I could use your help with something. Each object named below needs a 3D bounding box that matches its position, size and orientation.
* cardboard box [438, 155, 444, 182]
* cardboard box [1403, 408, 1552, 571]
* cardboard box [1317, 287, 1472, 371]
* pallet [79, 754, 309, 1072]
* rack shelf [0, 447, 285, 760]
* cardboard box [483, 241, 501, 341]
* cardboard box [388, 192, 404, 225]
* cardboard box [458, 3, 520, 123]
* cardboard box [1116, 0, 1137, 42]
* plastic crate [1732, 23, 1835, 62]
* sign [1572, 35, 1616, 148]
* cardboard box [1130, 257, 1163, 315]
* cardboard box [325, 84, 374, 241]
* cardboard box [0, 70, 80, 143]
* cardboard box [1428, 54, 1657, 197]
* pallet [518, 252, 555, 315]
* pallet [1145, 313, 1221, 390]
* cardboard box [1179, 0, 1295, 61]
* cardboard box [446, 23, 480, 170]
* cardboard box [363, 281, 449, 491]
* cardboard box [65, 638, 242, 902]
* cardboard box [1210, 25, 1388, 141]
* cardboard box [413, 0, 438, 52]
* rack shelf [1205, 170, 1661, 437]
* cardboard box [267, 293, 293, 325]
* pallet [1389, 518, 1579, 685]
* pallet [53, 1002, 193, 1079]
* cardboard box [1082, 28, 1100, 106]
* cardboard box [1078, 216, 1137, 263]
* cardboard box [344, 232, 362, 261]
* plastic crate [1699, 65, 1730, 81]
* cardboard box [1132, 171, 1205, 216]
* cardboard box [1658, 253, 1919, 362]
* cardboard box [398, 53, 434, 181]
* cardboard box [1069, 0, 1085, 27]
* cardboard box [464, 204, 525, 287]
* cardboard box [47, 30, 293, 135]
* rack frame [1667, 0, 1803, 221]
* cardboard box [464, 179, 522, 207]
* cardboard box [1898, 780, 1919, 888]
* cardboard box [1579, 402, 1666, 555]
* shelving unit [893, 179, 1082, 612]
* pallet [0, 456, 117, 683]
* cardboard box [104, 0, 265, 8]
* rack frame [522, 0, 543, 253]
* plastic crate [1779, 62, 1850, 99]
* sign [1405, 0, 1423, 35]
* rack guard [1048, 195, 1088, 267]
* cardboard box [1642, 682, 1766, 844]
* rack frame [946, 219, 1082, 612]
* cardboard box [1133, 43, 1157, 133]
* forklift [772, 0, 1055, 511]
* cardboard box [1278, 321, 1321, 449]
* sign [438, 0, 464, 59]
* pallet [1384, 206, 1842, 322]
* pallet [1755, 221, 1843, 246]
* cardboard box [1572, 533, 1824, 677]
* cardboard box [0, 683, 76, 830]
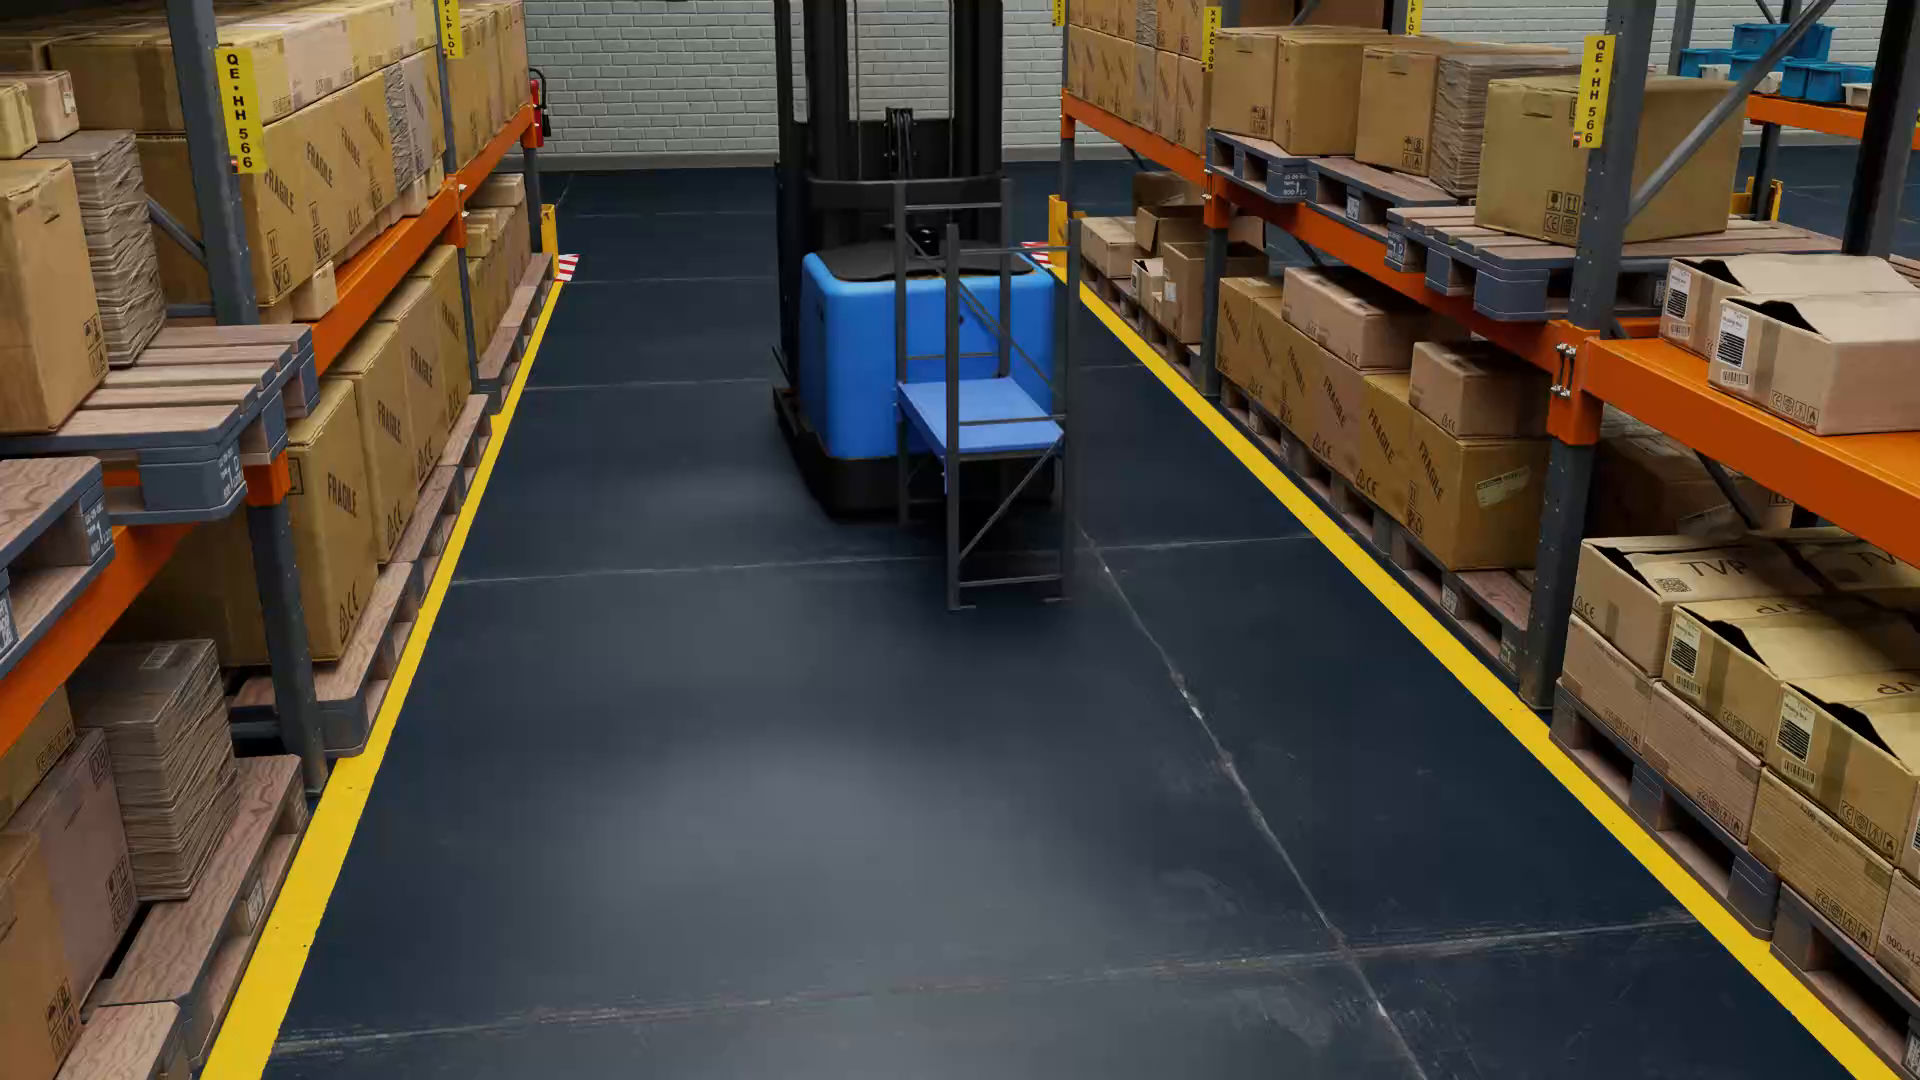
[{"bbox_3d":[-2.715,-1.788,8.046,0.380,0.149,0.250,-3,21,-7],"label":"cardboard box"},{"bbox_3d":[2.067,-0.212,6.440,0.500,0.500,0.500,-2,21,-6],"label":"cardboard box"},{"bbox_3d":[1.903,-0.937,7.309,0.500,0.250,0.500,-3,21,-9],"label":"cardboard box"},{"bbox_3d":[-2.357,0.963,4.336,1.003,0.211,1.213,-3,21,-8],"label":"pallet"},{"bbox_3d":[-2.179,0.416,2.844,1.077,0.370,4.000,-3,21,-8],"label":"rack shelf"},{"bbox_3d":[-3.120,-1.463,9.818,0.700,0.500,0.500,-3,21,-8],"label":"cardboard box"},{"bbox_3d":[-2.597,-1.433,7.096,0.380,0.149,0.250,-3,21,-8],"label":"cardboard box"},{"bbox_3d":[-3.422,-3.097,10.792,0.980,0.700,0.700,-3,21,-8],"label":"cardboard box"},{"bbox_3d":[1.308,-3.453,10.603,0.500,0.500,0.500,-3,21,-8],"label":"cardboard box"},{"bbox_3d":[6.416,-3.821,13.024,0.616,0.435,0.499,-3,21,-8],"label":"plastic crate"},{"bbox_3d":[1.898,-1.340,4.974,0.100,0.325,0.005,-3,21,-8],"label":"sign"},{"bbox_3d":[1.386,-1.639,10.531,0.500,0.311,0.500,-3,21,-8],"label":"cardboard box"},{"bbox_3d":[-2.421,-1.344,5.931,0.500,0.500,0.500,-3,21,-8],"label":"cardboard box"},{"bbox_3d":[-2.388,-1.053,4.049,0.380,0.149,0.250,-6,21,-15],"label":"cardboard box"},{"bbox_3d":[2.288,-1.647,6.596,0.700,0.500,0.500,1,20,2],"label":"cardboard box"},{"bbox_3d":[-3.428,-1.804,11.746,1.003,0.211,1.213,-3,21,-8],"label":"pallet"},{"bbox_3d":[1.759,-1.181,10.078,1.003,0.211,1.213,-3,21,-8],"label":"pallet"},{"bbox_3d":[1.528,-2.927,9.194,0.500,0.500,0.500,-3,21,-7],"label":"cardboard box"},{"bbox_3d":[-3.106,-2.328,8.733,0.980,0.700,0.700,-3,21,-7],"label":"cardboard box"},{"bbox_3d":[-2.691,-0.662,7.174,0.750,0.750,0.750,-2,21,-6],"label":"cardboard box"},{"bbox_3d":[-2.312,0.598,4.272,0.700,0.500,0.500,-3,21,-7],"label":"cardboard box"},{"bbox_3d":[1.704,-2.318,8.392,0.700,0.500,0.500,-10,23,-26],"label":"cardboard box"},{"bbox_3d":[-2.724,-2.397,7.678,0.500,0.250,0.500,-2,21,-6],"label":"cardboard box"},{"bbox_3d":[2.145,-1.220,7.225,1.077,0.370,4.000,-3,21,-8],"label":"rack shelf"},{"bbox_3d":[-2.314,-0.719,5.184,0.380,0.149,0.250,-3,21,-7],"label":"cardboard box"},{"bbox_3d":[2.363,0.181,6.430,1.003,0.211,1.213,-3,21,-8],"label":"pallet"},{"bbox_3d":[-2.184,1.385,3.207,1.003,0.211,1.213,-3,21,-8],"label":"pallet"},{"bbox_3d":[1.163,-3.336,11.719,0.500,0.500,0.500,-3,21,-8],"label":"cardboard box"},{"bbox_3d":[1.150,-2.177,12.059,0.500,0.250,0.500,-3,21,-8],"label":"cardboard box"},{"bbox_3d":[-2.518,-1.162,6.370,0.380,0.149,0.250,-3,21,-7],"label":"cardboard box"},{"bbox_3d":[5.857,-3.571,12.780,0.250,0.136,0.298,-3,21,-8],"label":"plastic crate"},{"bbox_3d":[1.603,-2.494,12.550,0.500,0.500,0.500,-3,21,-8],"label":"cardboard box"},{"bbox_3d":[2.443,-0.695,4.917,0.500,0.311,0.500,-2,21,-4],"label":"cardboard box"},{"bbox_3d":[-2.645,-1.871,7.342,0.500,0.500,0.500,-3,21,-7],"label":"cardboard box"},{"bbox_3d":[1.084,-3.983,12.021,0.500,0.500,0.500,-2,21,-6],"label":"cardboard box"},{"bbox_3d":[-3.349,-1.999,11.253,0.700,0.500,0.500,-3,21,-8],"label":"cardboard box"},{"bbox_3d":[-2.282,-1.341,4.851,0.500,0.250,0.500,-2,21,-6],"label":"cardboard box"},{"bbox_3d":[6.183,-3.883,13.326,1.000,3.000,0.127,-3,21,-8],"label":"rack frame"},{"bbox_3d":[-3.185,-2.352,11.272,0.380,0.149,0.250,-2,21,-6],"label":"cardboard box"},{"bbox_3d":[2.449,0.696,3.594,0.500,0.311,0.500,-3,21,-8],"label":"cardboard box"},{"bbox_3d":[2.570,-0.253,6.550,0.500,0.500,0.500,-4,21,-10],"label":"cardboard box"},{"bbox_3d":[0.083,-0.620,6.733,0.538,1.500,1.048,-5,21,-12],"label":"shelving unit"},{"bbox_3d":[-2.142,0.159,2.776,1.003,0.211,1.213,-3,21,-8],"label":"pallet"},{"bbox_3d":[-3.077,-2.019,6.666,0.500,0.250,0.500,-4,21,-10],"label":"cardboard box"},{"bbox_3d":[-3.621,-3.384,11.988,1.000,3.000,0.127,-3,21,-8],"label":"rack frame"},{"bbox_3d":[6.082,-3.275,11.851,0.416,0.233,0.300,-3,21,-8],"label":"plastic crate"},{"bbox_3d":[2.406,-2.821,8.829,0.100,0.325,0.005,-3,21,-8],"label":"sign"},{"bbox_3d":[1.291,-2.437,13.028,1.175,0.500,0.348,-3,21,-8],"label":"rack guard"},{"bbox_3d":[2.292,0.597,4.661,0.500,0.250,0.500,-3,21,-9],"label":"cardboard box"},{"bbox_3d":[0.195,-0.447,6.268,0.500,1.500,0.032,-5,21,-12],"label":"rack frame"},{"bbox_3d":[1.379,-2.813,10.318,0.500,0.500,0.500,-2,21,-7],"label":"cardboard box"},{"bbox_3d":[-0.390,-1.985,8.342,1.130,2.935,3.031,-4,21,-12],"label":"forklift"},{"bbox_3d":[1.838,-0.748,7.875,0.500,0.500,0.500,-3,21,-7],"label":"cardboard box"},{"bbox_3d":[-2.509,-2.535,8.174,0.100,0.325,0.005,-3,21,-8],"label":"sign"},{"bbox_3d":[2.266,-1.006,5.897,1.213,0.211,1.003,-3,21,-8],"label":"pallet"},{"bbox_3d":[6.263,-2.290,13.044,1.003,0.211,1.213,-3,21,-8],"label":"pallet"},{"bbox_3d":[2.219,0.160,5.029,0.500,0.311,0.500,-2,21,-6],"label":"cardboard box"},{"bbox_3d":[-2.292,0.447,3.604,0.500,0.250,0.500,-3,21,-7],"label":"cardboard box"}]
